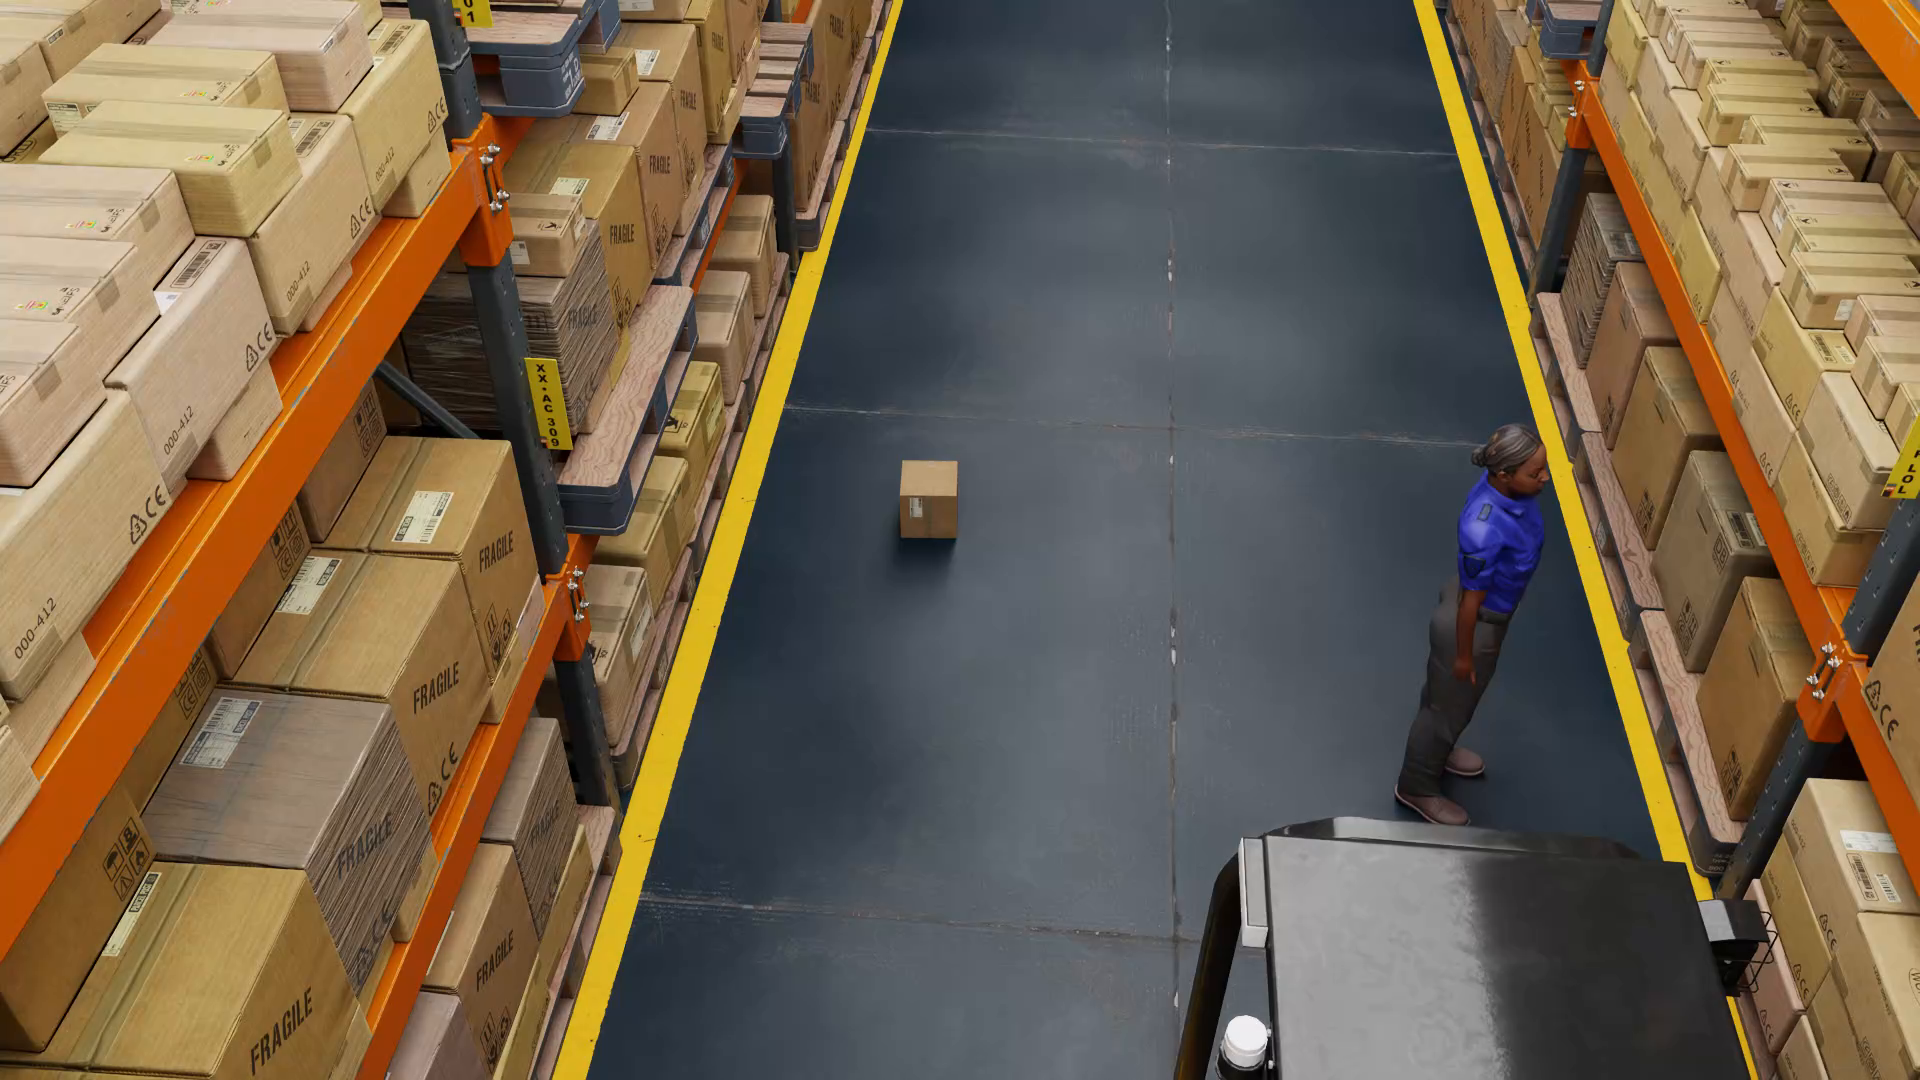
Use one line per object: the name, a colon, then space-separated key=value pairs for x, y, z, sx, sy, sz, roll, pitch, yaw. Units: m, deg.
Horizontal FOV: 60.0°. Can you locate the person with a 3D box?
person: x=1.816 y=0.292 z=5.814 sx=0.323 sy=1.663 sz=0.446 roll=17 pitch=43 yaw=19
